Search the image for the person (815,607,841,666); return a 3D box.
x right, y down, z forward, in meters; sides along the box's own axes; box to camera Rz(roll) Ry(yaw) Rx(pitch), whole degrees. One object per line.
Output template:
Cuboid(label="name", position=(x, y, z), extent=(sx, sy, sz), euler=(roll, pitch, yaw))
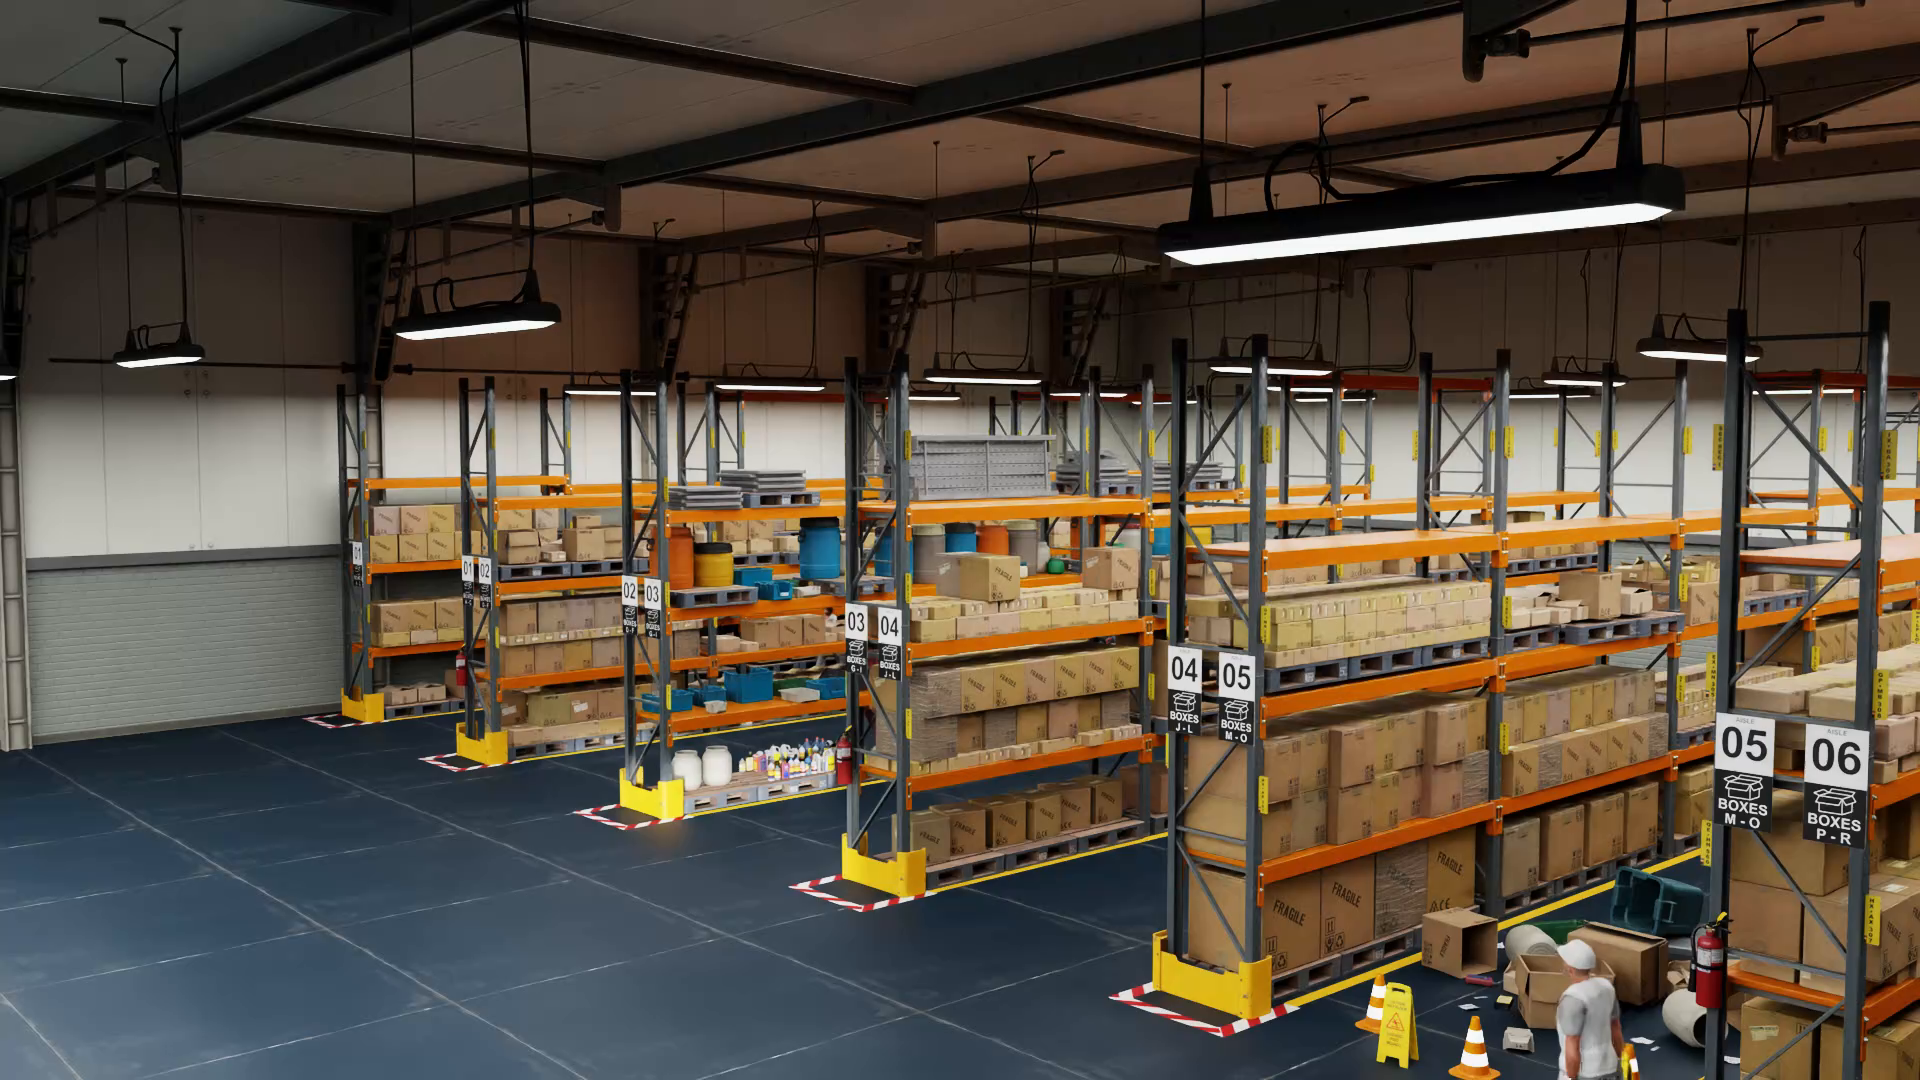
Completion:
Cuboid(label="person", position=(-2.779, 2.093, 34.716), extent=(0.442, 1.541, 0.986), euler=(2, 4, 26))

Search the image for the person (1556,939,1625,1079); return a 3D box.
Cuboid(label="person", position=(4.223, 3.549, 11.034), extent=(0.552, 1.774, 0.785), euler=(-3, 5, -37))

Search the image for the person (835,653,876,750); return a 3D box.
Cuboid(label="person", position=(-1.621, 2.587, 26.643), extent=(1.044, 1.615, 0.472), euler=(0, 4, 1))
